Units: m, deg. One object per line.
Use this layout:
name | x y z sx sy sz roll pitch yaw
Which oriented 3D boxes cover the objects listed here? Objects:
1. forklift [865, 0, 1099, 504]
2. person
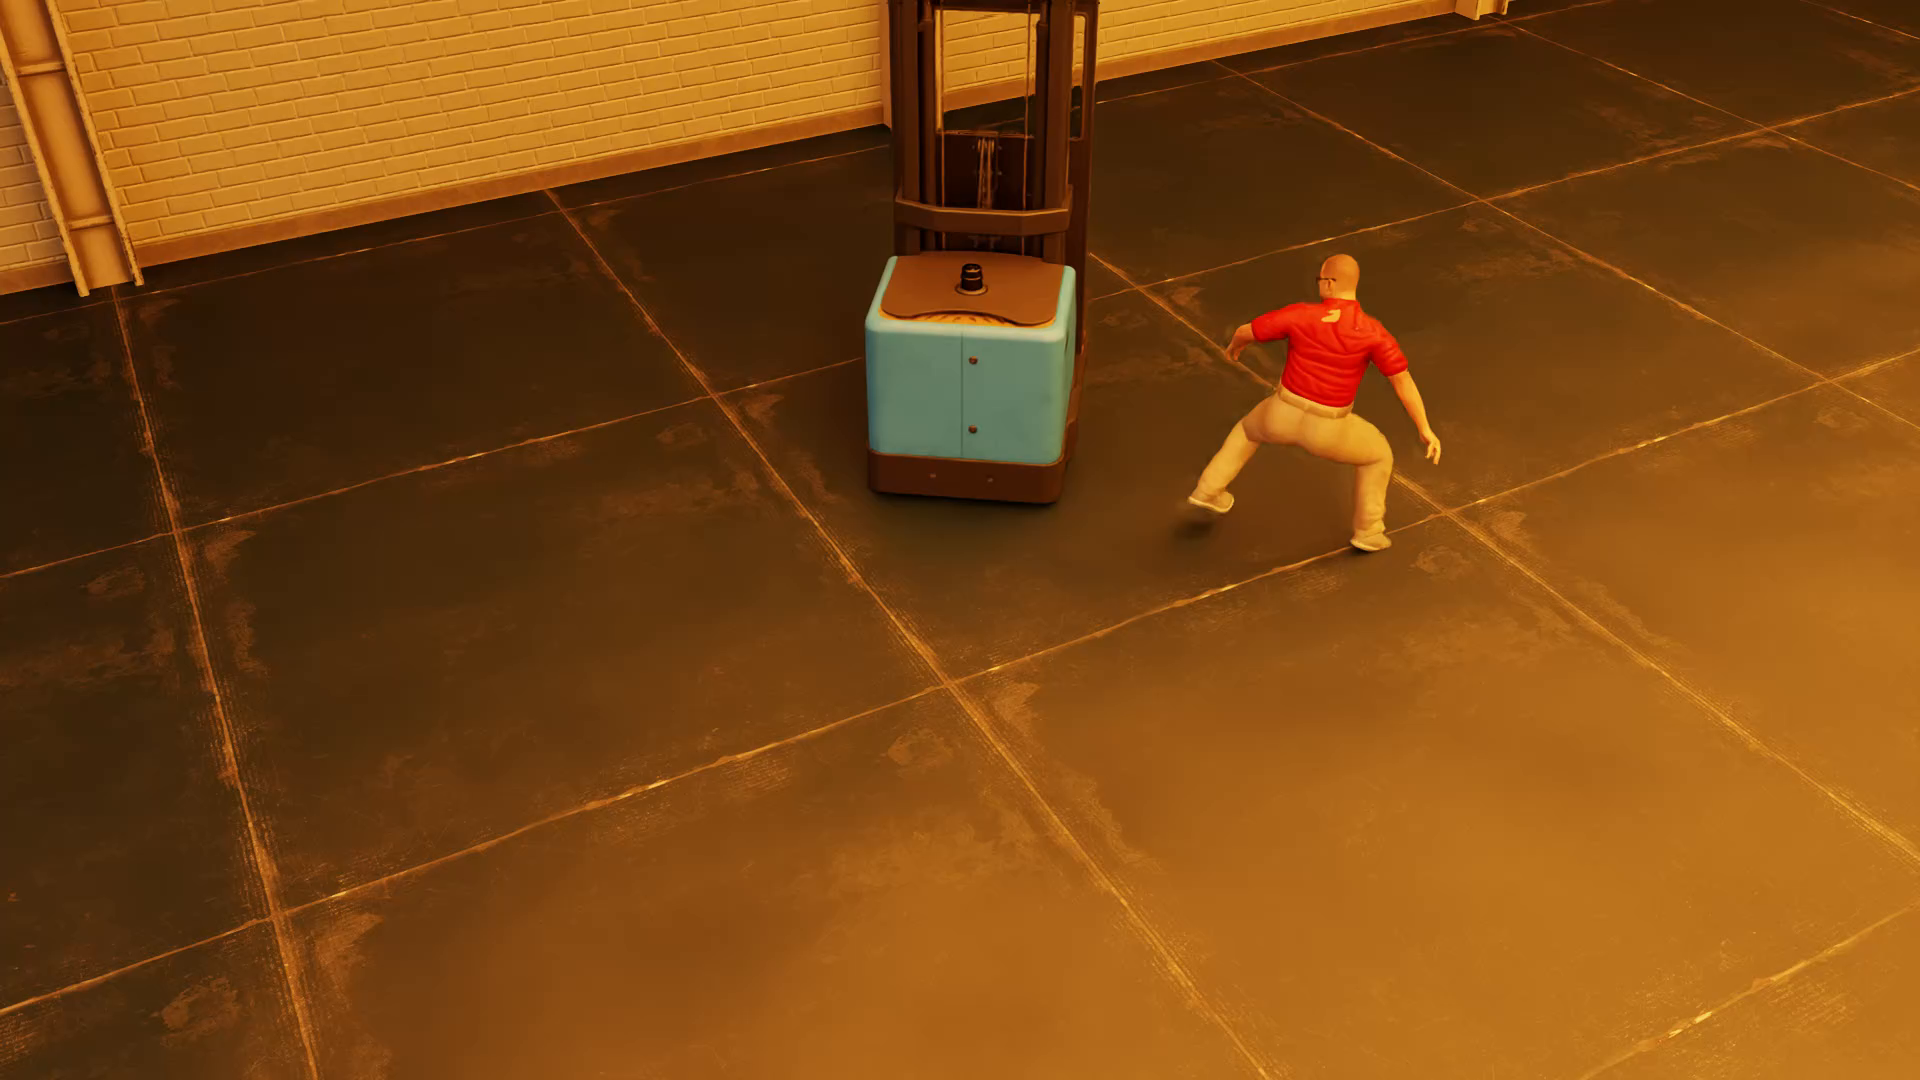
forklift | 0.205 -2.229 9.276 1.130 2.935 3.031 4 35 6
person | 1.821 -0.621 8.256 1.189 1.643 0.508 16 38 22
